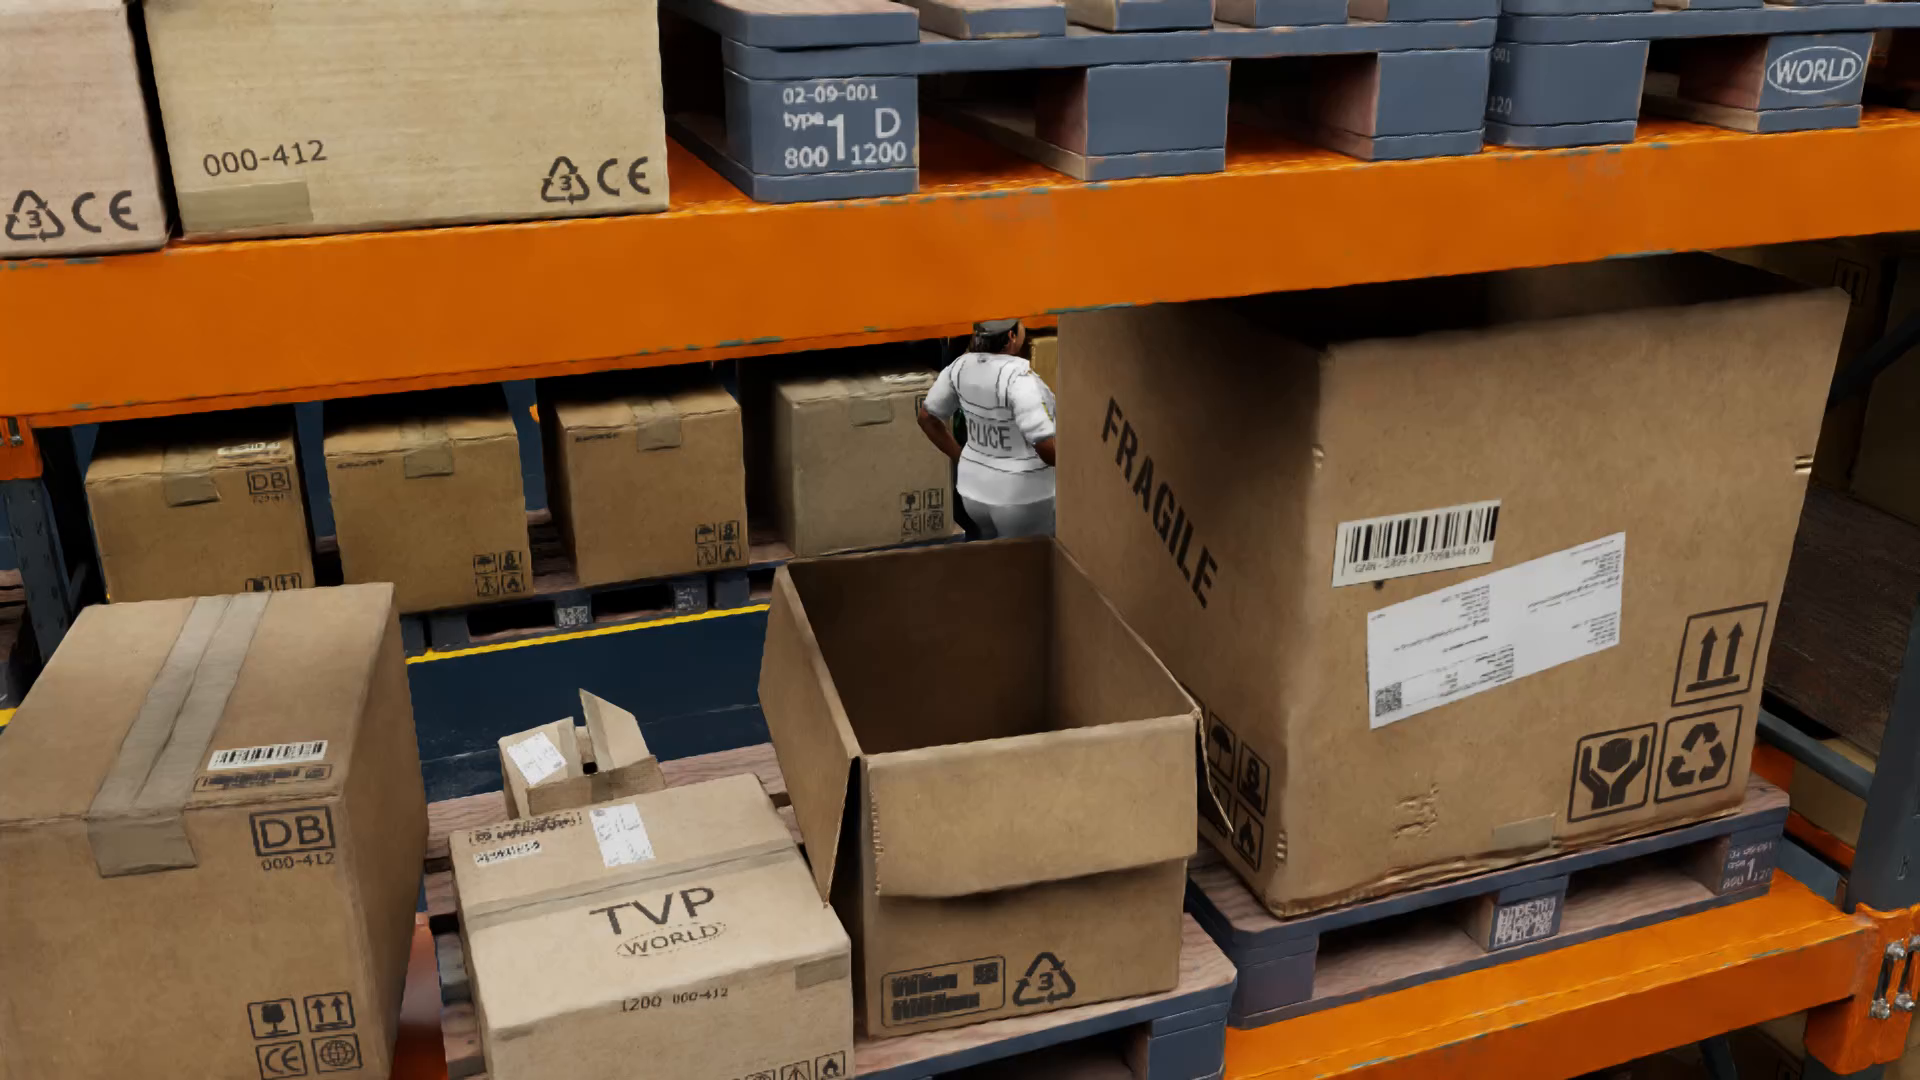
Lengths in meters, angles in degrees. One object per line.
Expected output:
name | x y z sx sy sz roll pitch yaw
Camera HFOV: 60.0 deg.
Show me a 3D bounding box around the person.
person | 0.247 -0.159 6.557 0.586 1.714 0.660 -18 28 -36
